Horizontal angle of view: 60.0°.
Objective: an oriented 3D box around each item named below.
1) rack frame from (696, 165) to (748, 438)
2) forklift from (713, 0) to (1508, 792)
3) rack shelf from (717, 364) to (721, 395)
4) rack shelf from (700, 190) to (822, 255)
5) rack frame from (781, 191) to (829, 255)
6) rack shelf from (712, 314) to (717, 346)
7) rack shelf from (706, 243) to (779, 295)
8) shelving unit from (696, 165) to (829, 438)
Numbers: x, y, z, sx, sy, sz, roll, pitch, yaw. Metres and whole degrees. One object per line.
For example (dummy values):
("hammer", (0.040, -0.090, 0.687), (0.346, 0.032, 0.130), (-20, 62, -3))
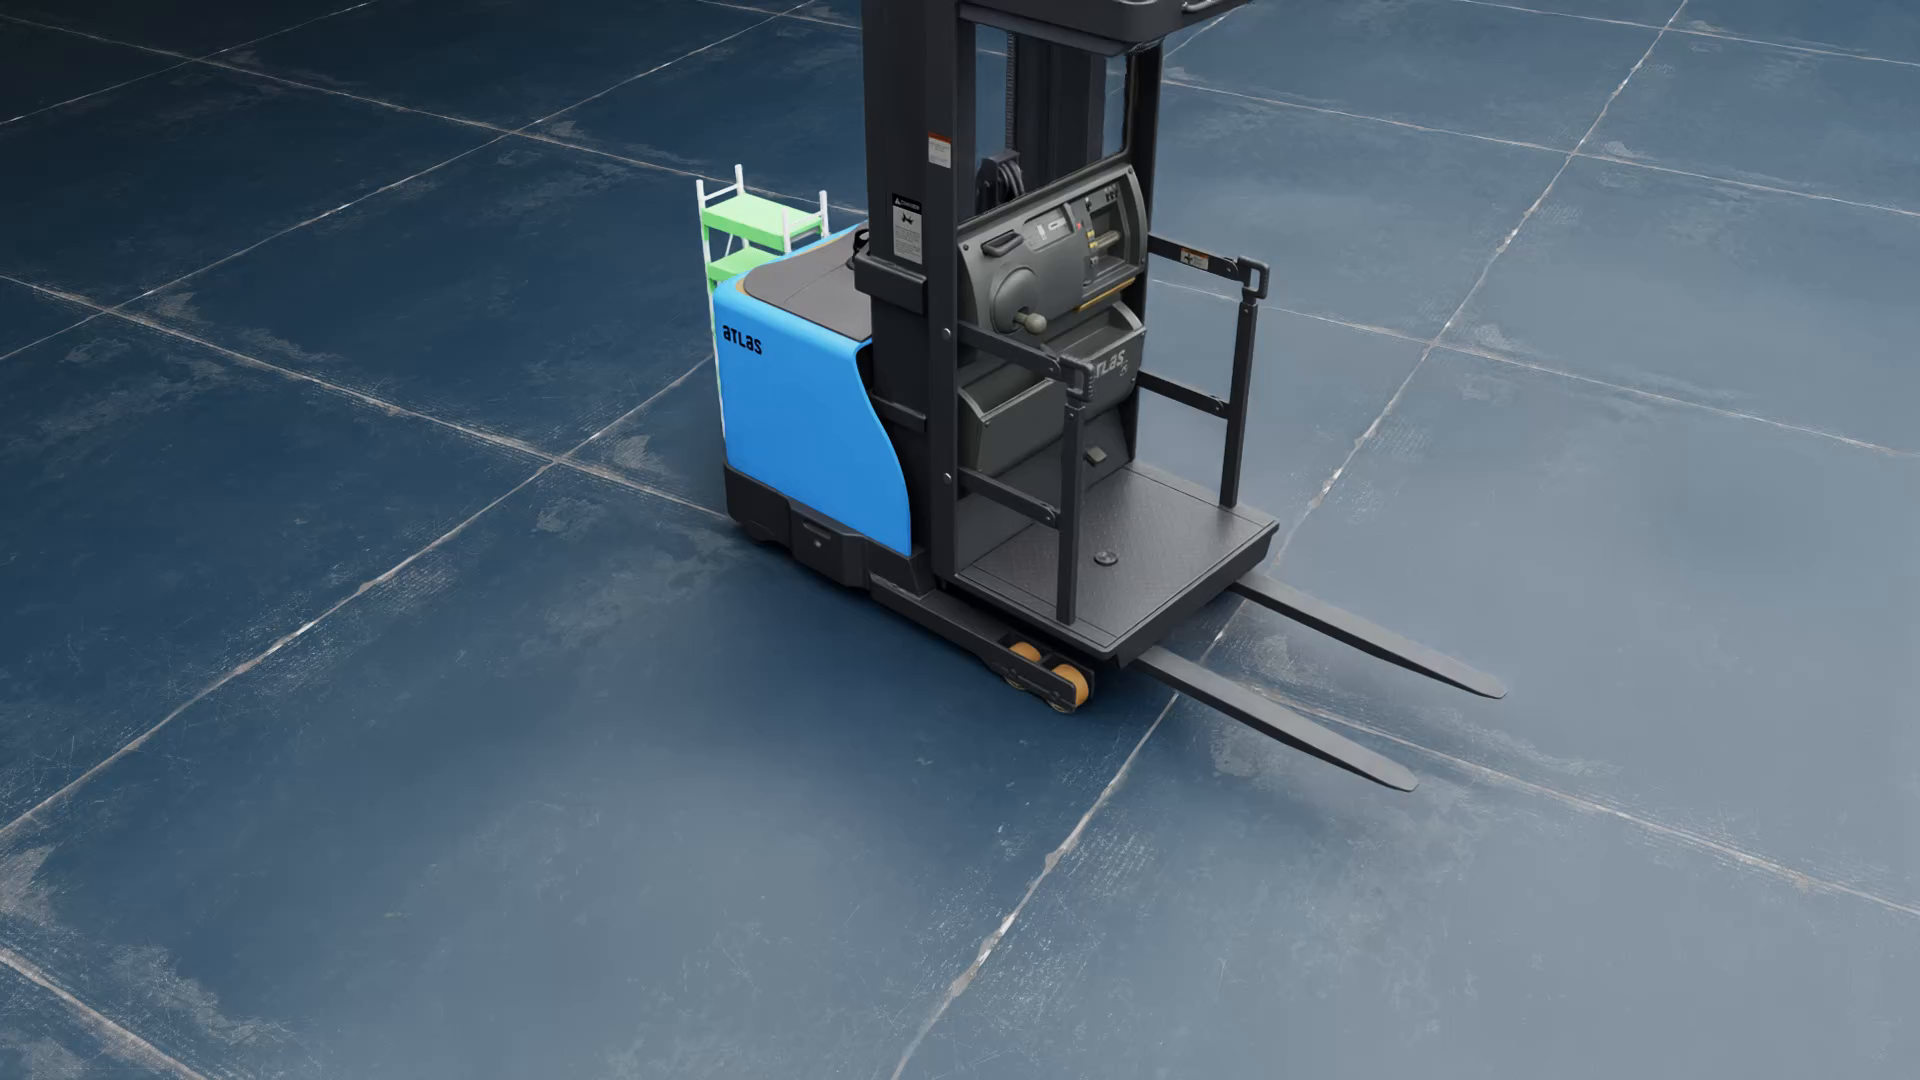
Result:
("rack frame", (-0.985, -1.010, 7.184), (0.015, 1.200, 0.240), (24, 40, 33))
("forklift", (0.488, -0.945, 5.525), (3.031, 2.935, 1.130), (26, 42, 33))
("rack shelf", (-0.793, -0.673, 7.216), (0.480, 0.148, 0.258), (24, 40, 33))
("rack shelf", (-0.804, -1.277, 6.825), (0.480, 0.148, 0.258), (24, 40, 33))
("rack frame", (-0.610, -0.845, 6.918), (0.015, 1.200, 0.240), (24, 40, 33))
("rack shelf", (-0.797, -0.874, 7.086), (0.480, 0.148, 0.258), (24, 40, 33))
("rack shelf", (-0.800, -1.075, 6.956), (0.480, 0.148, 0.258), (24, 40, 33))
("shelving unit", (-0.798, -0.928, 7.051), (0.503, 1.200, 0.258), (24, 40, 33))
